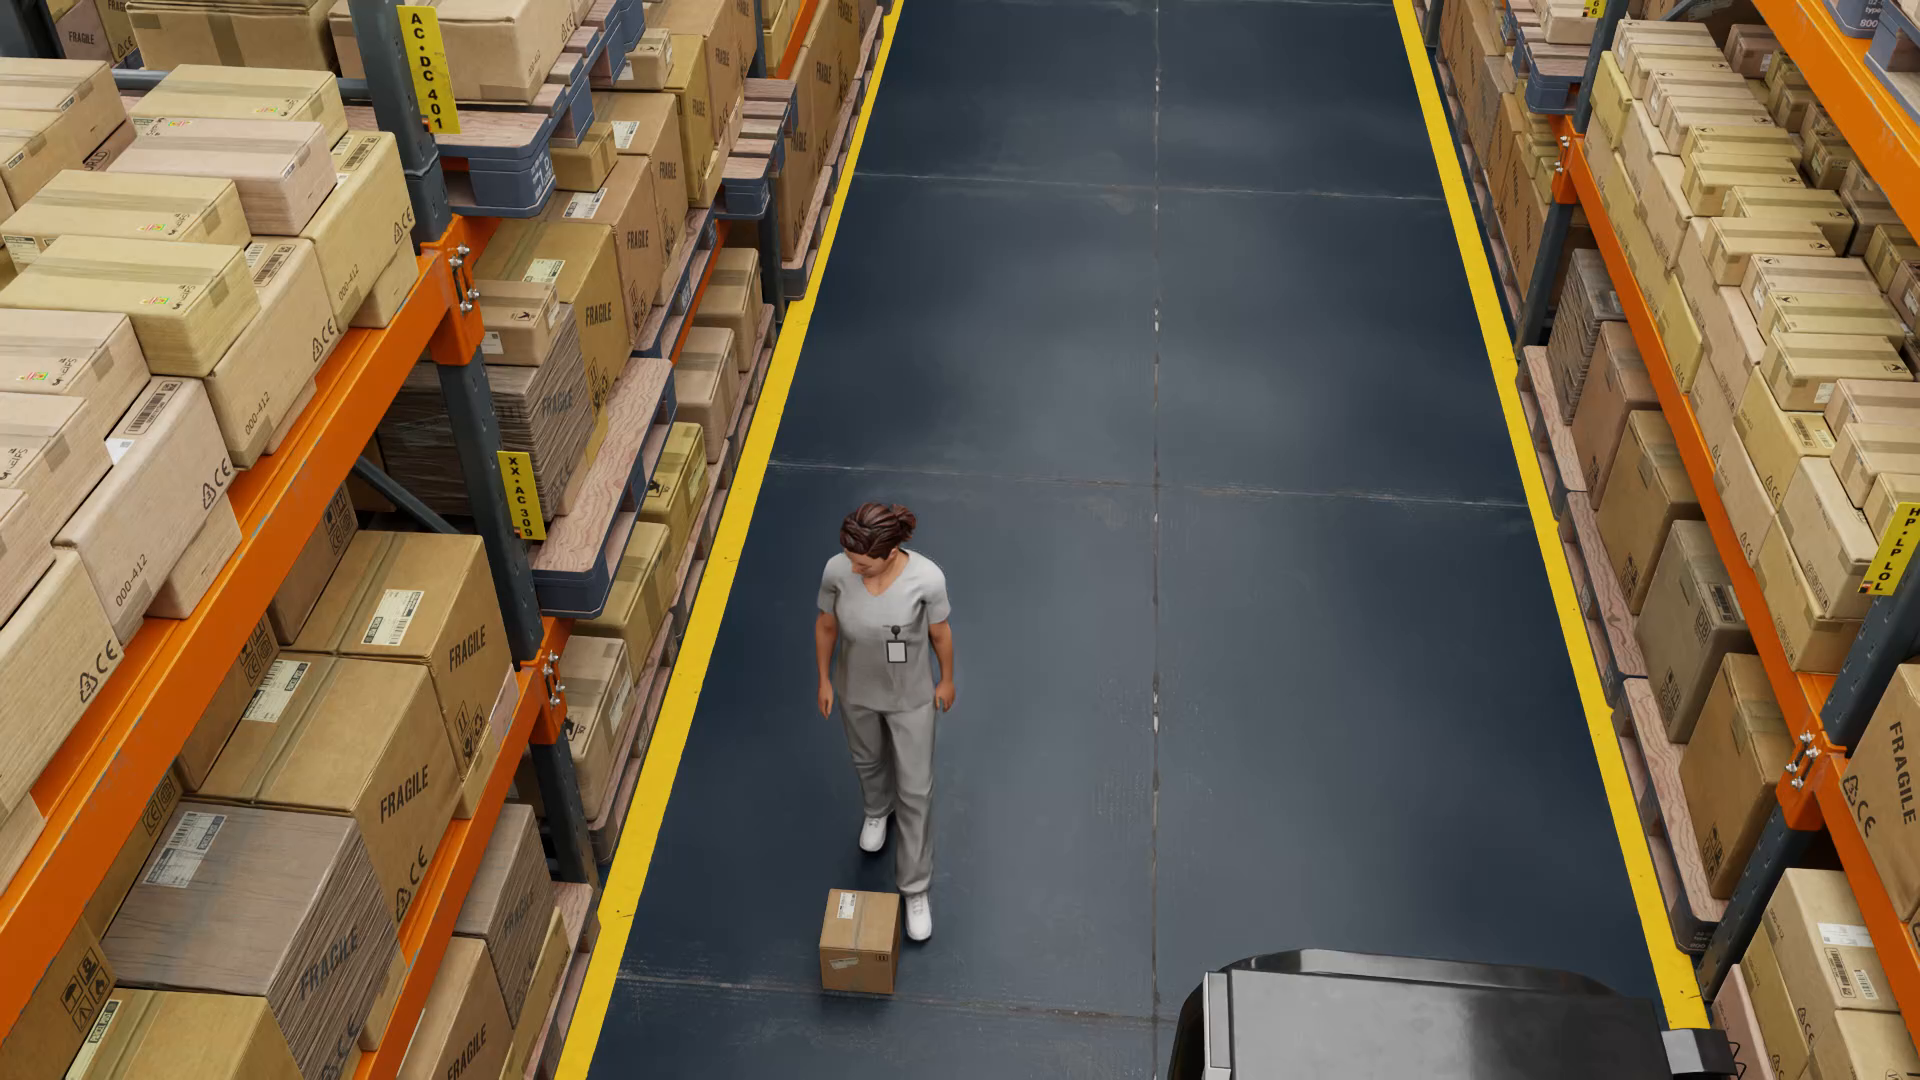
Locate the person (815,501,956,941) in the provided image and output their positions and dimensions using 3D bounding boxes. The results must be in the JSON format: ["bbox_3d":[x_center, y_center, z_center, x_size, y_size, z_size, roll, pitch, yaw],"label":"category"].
[{"bbox_3d":[-0.284,0.585,5.728,0.489,1.663,0.663,8,41,9],"label":"person"}]
